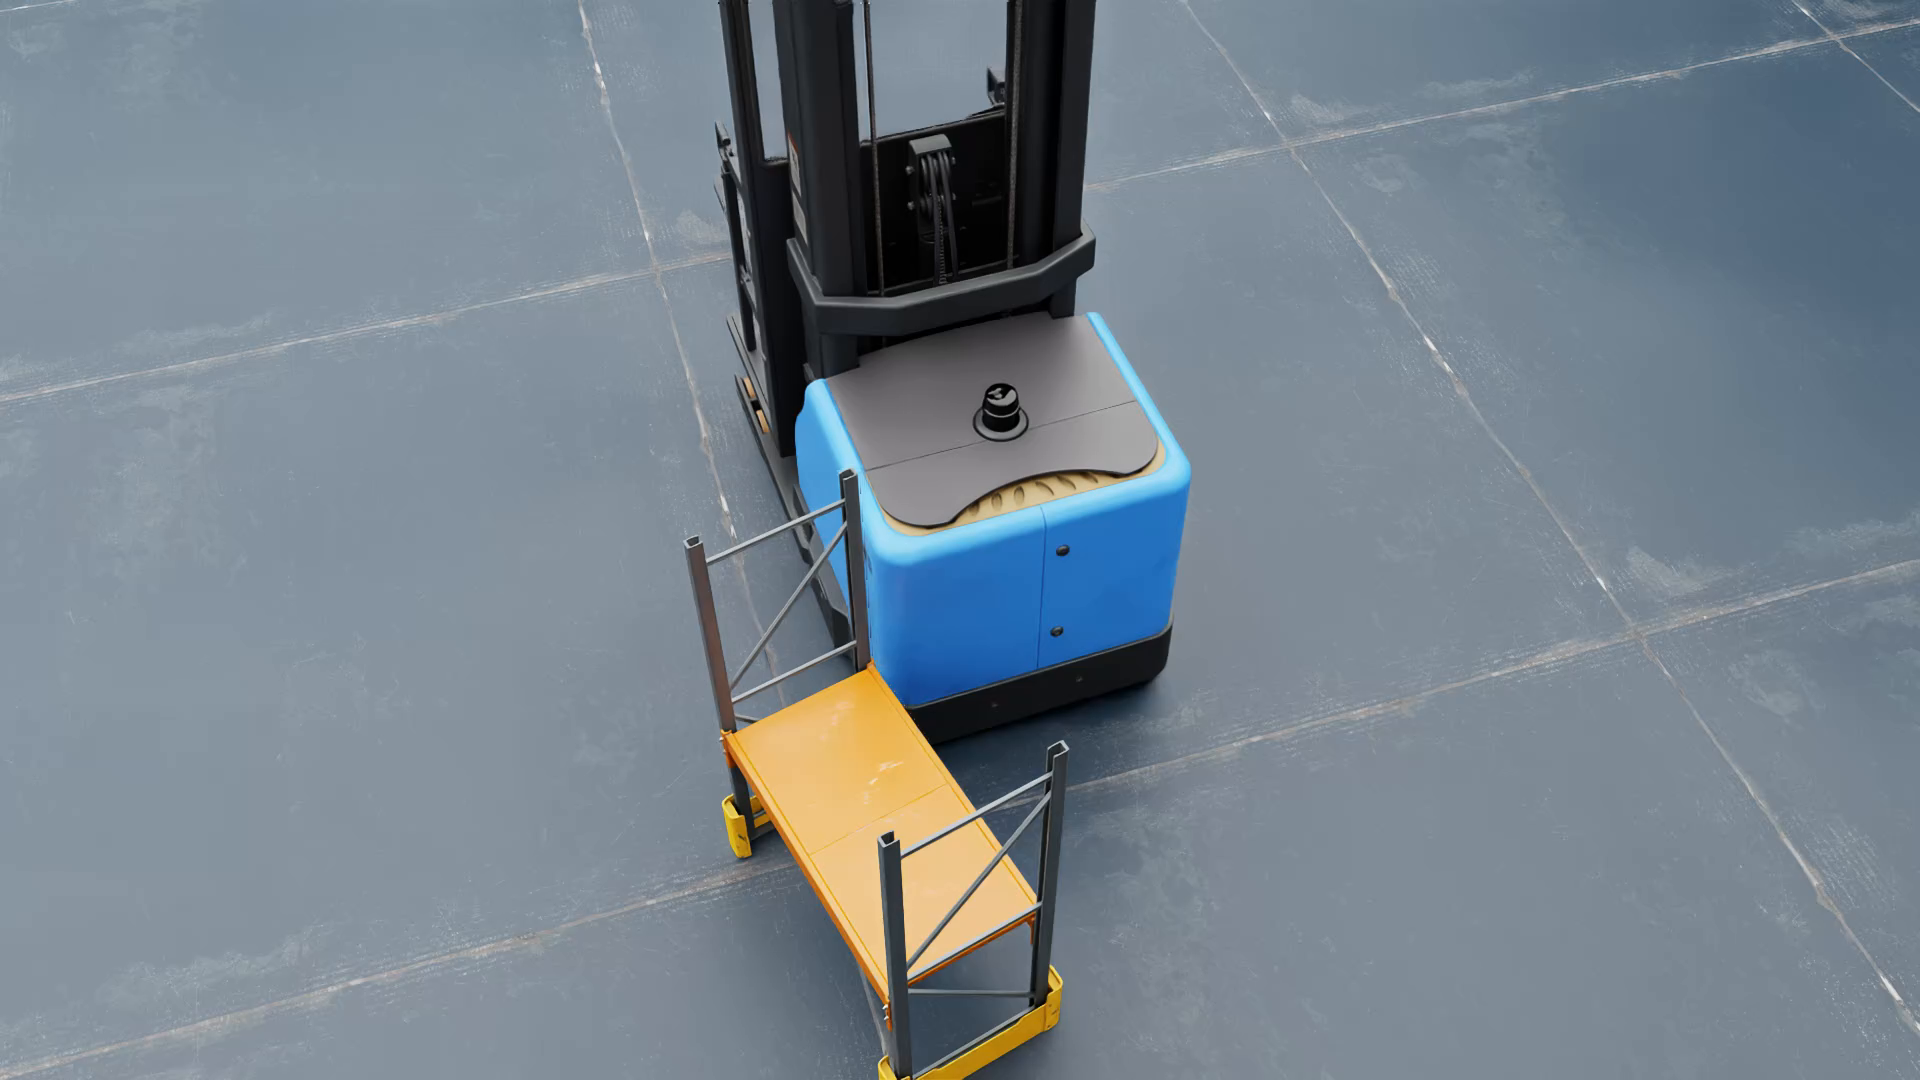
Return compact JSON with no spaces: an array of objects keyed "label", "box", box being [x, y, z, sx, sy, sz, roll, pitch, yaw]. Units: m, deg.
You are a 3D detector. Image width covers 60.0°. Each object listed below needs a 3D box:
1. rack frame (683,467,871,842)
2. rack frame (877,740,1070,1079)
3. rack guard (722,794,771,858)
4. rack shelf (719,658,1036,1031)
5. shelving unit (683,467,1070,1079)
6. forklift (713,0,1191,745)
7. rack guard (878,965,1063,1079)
[{"label":"rack frame","box":[-0.494,0.396,4.935,0.500,1.500,0.032,-25,54,-20]},{"label":"rack frame","box":[0.035,1.061,4.375,0.500,1.500,0.032,-25,54,-20]},{"label":"rack guard","box":[-0.483,0.812,5.402,0.587,0.250,0.087,-25,54,-20]},{"label":"rack shelf","box":[-0.229,0.844,4.792,0.538,0.185,1.000,-25,54,-20]},{"label":"shelving unit","box":[-0.225,0.734,4.650,0.587,1.500,1.083,-25,54,-20]},{"label":"forklift","box":[-0.251,-1.398,5.512,1.130,2.935,3.031,-15,52,-13]},{"label":"rack guard","box":[0.034,1.463,4.853,0.587,0.250,0.087,-25,54,-20]}]
